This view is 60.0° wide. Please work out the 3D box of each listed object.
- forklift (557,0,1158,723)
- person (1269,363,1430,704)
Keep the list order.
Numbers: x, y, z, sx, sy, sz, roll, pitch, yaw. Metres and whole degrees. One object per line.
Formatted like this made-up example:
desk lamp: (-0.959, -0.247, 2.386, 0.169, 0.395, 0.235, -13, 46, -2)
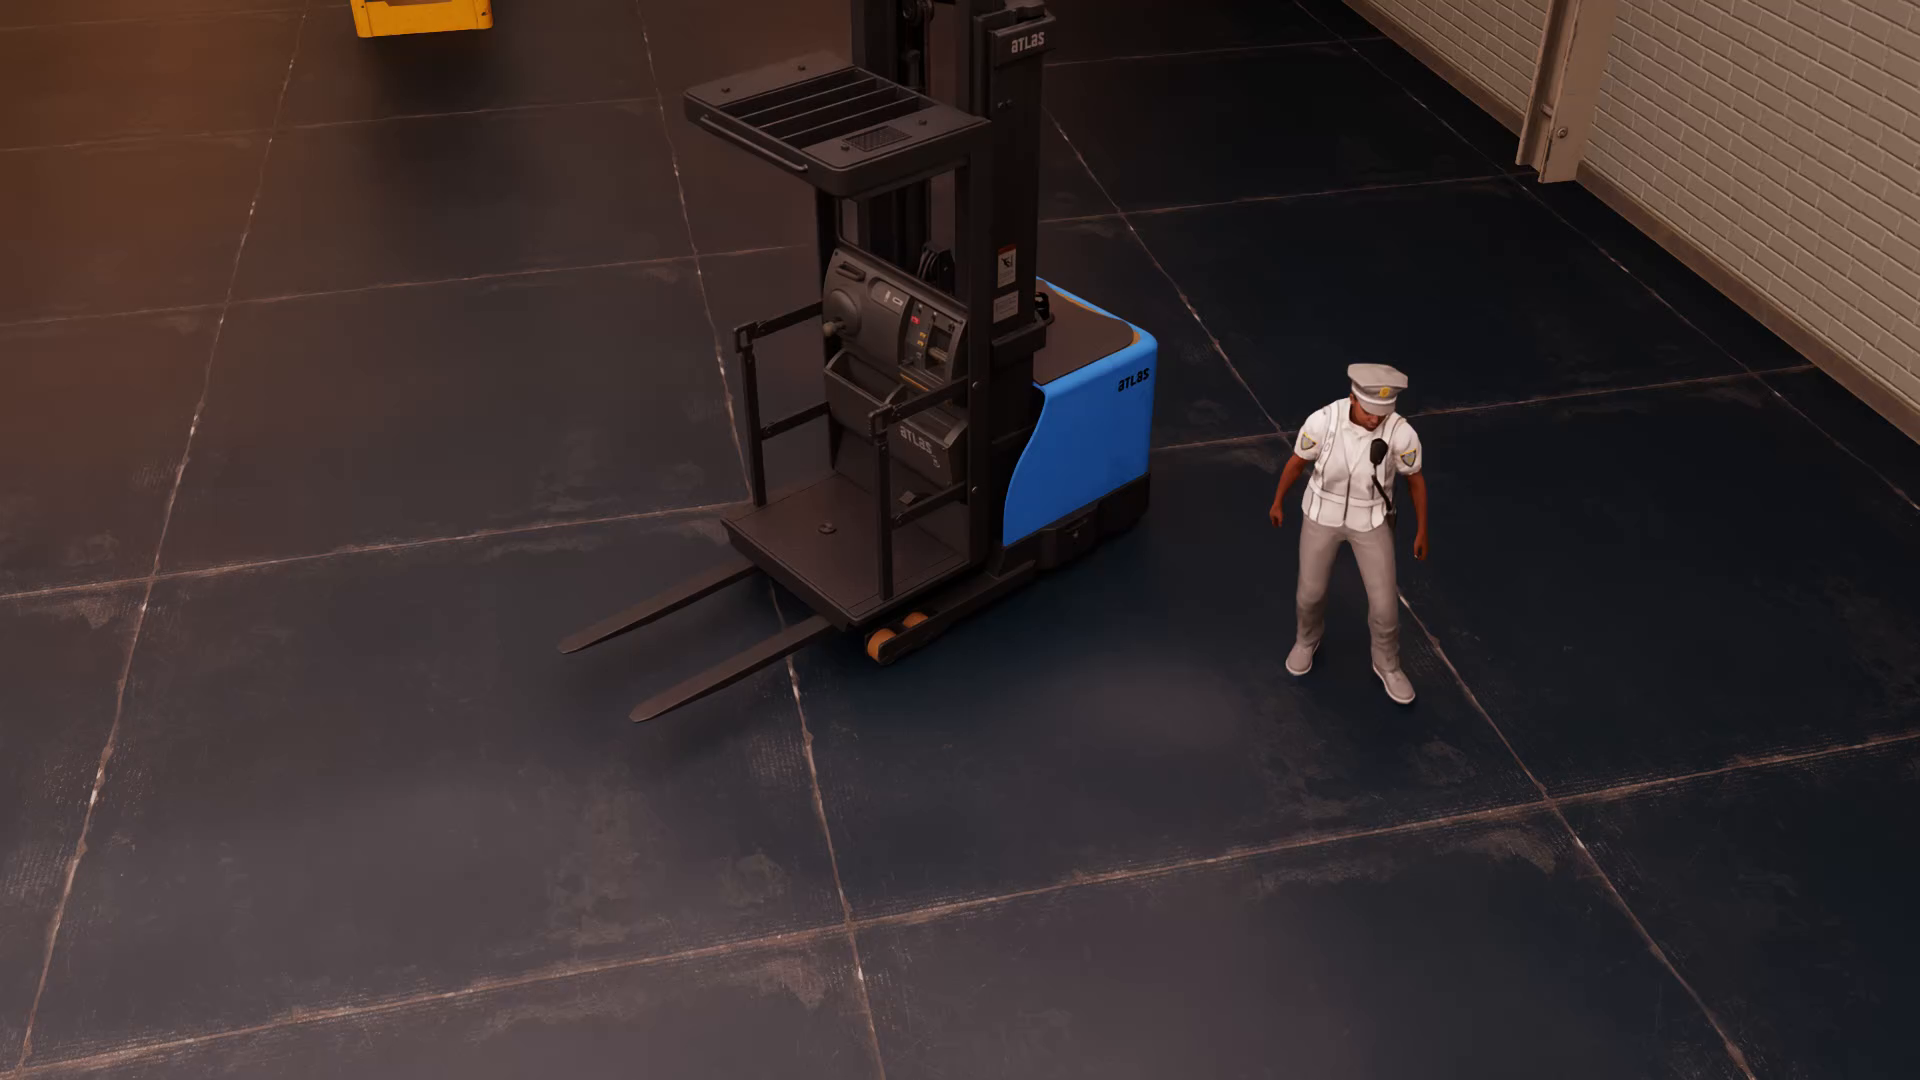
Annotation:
forklift: (-0.461, -0.956, 7.379, 3.031, 2.935, 1.130, -27, 44, -32)
person: (1.728, -0.060, 7.255, 0.770, 1.633, 0.390, 10, 37, 14)
